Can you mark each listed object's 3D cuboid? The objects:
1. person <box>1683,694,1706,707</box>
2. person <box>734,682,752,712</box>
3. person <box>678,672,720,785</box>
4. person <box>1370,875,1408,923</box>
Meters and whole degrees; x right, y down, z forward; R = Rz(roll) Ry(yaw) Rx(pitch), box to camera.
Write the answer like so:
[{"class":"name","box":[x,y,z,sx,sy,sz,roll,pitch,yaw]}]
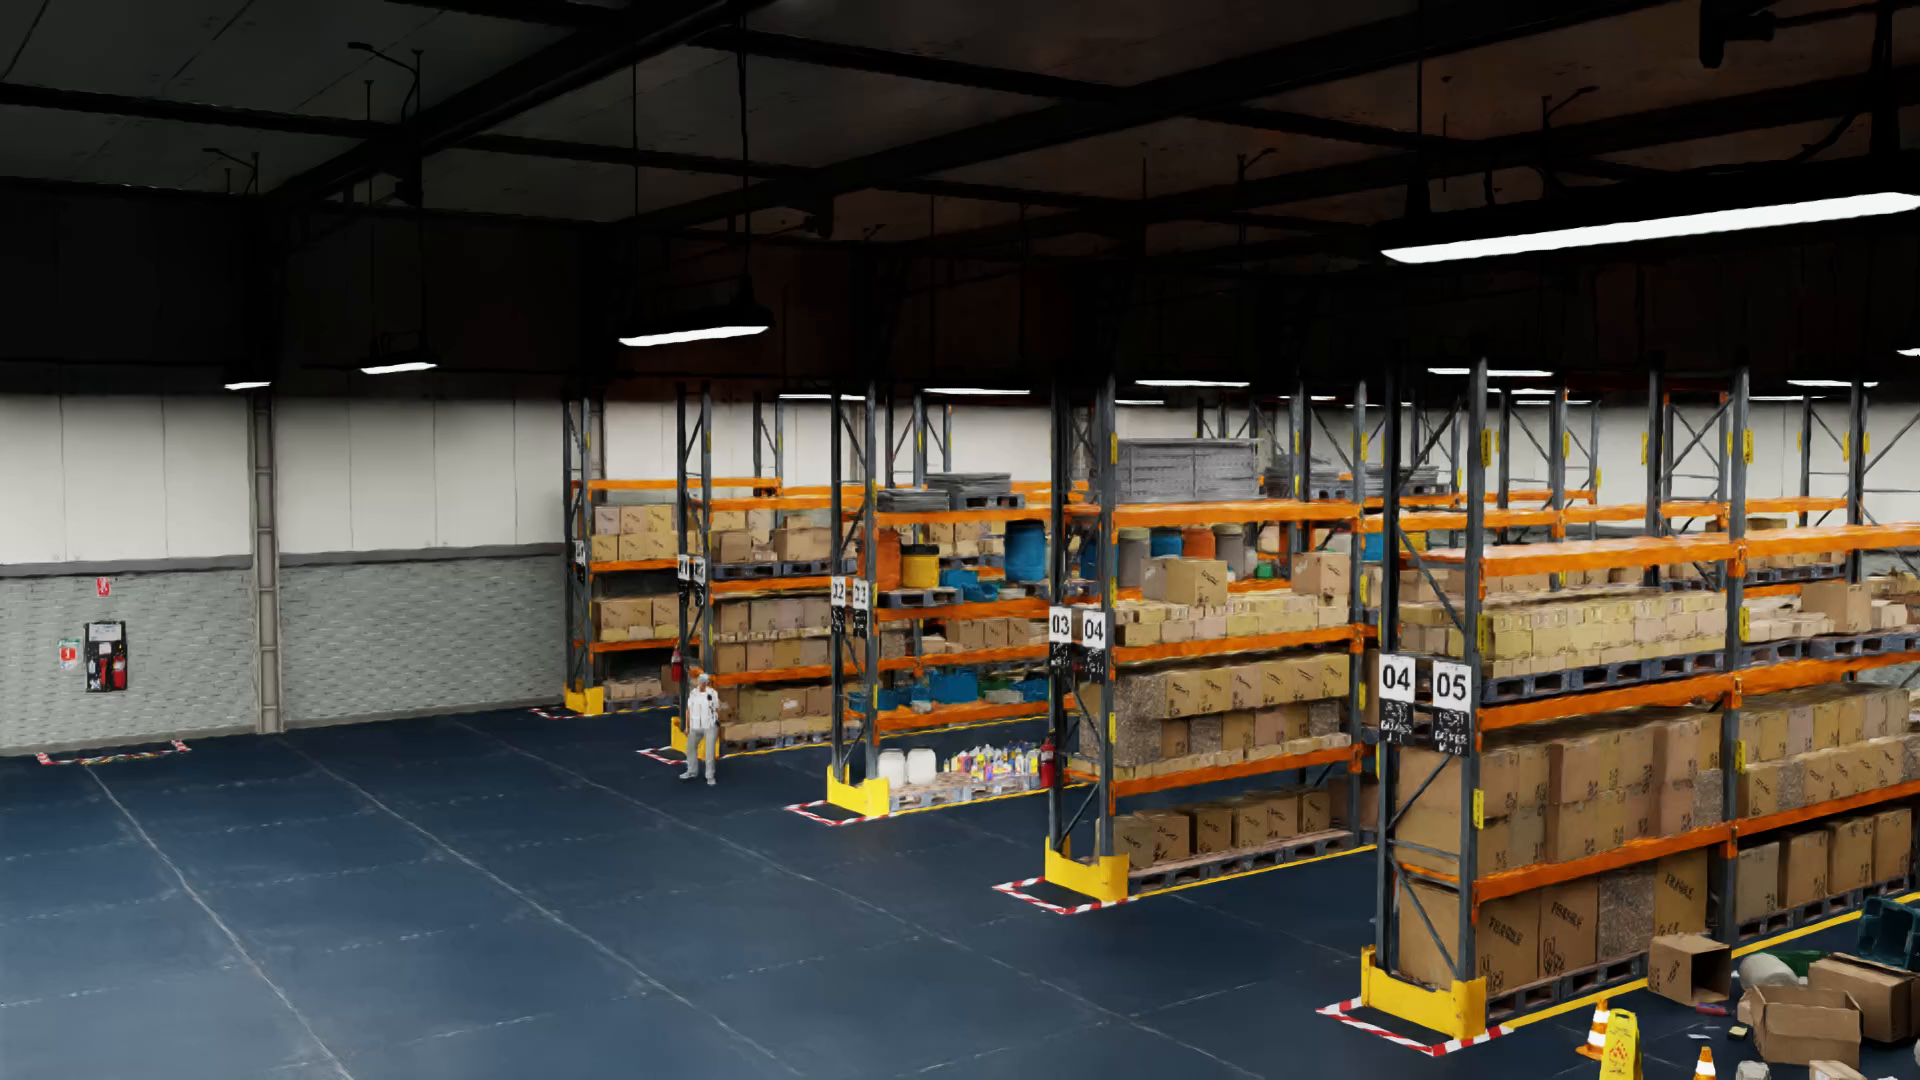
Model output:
[{"class":"person","box":[10.109,2.835,22.765,1.194,1.698,0.598,-2,4,-32]},{"class":"person","box":[-3.908,2.451,30.372,0.516,1.541,0.563,-3,5,-37]},{"class":"person","box":[-3.881,2.765,24.615,0.713,1.658,0.506,1,4,9]},{"class":"person","box":[4.789,3.232,17.399,1.086,1.592,0.490,-3,5,-35]}]
